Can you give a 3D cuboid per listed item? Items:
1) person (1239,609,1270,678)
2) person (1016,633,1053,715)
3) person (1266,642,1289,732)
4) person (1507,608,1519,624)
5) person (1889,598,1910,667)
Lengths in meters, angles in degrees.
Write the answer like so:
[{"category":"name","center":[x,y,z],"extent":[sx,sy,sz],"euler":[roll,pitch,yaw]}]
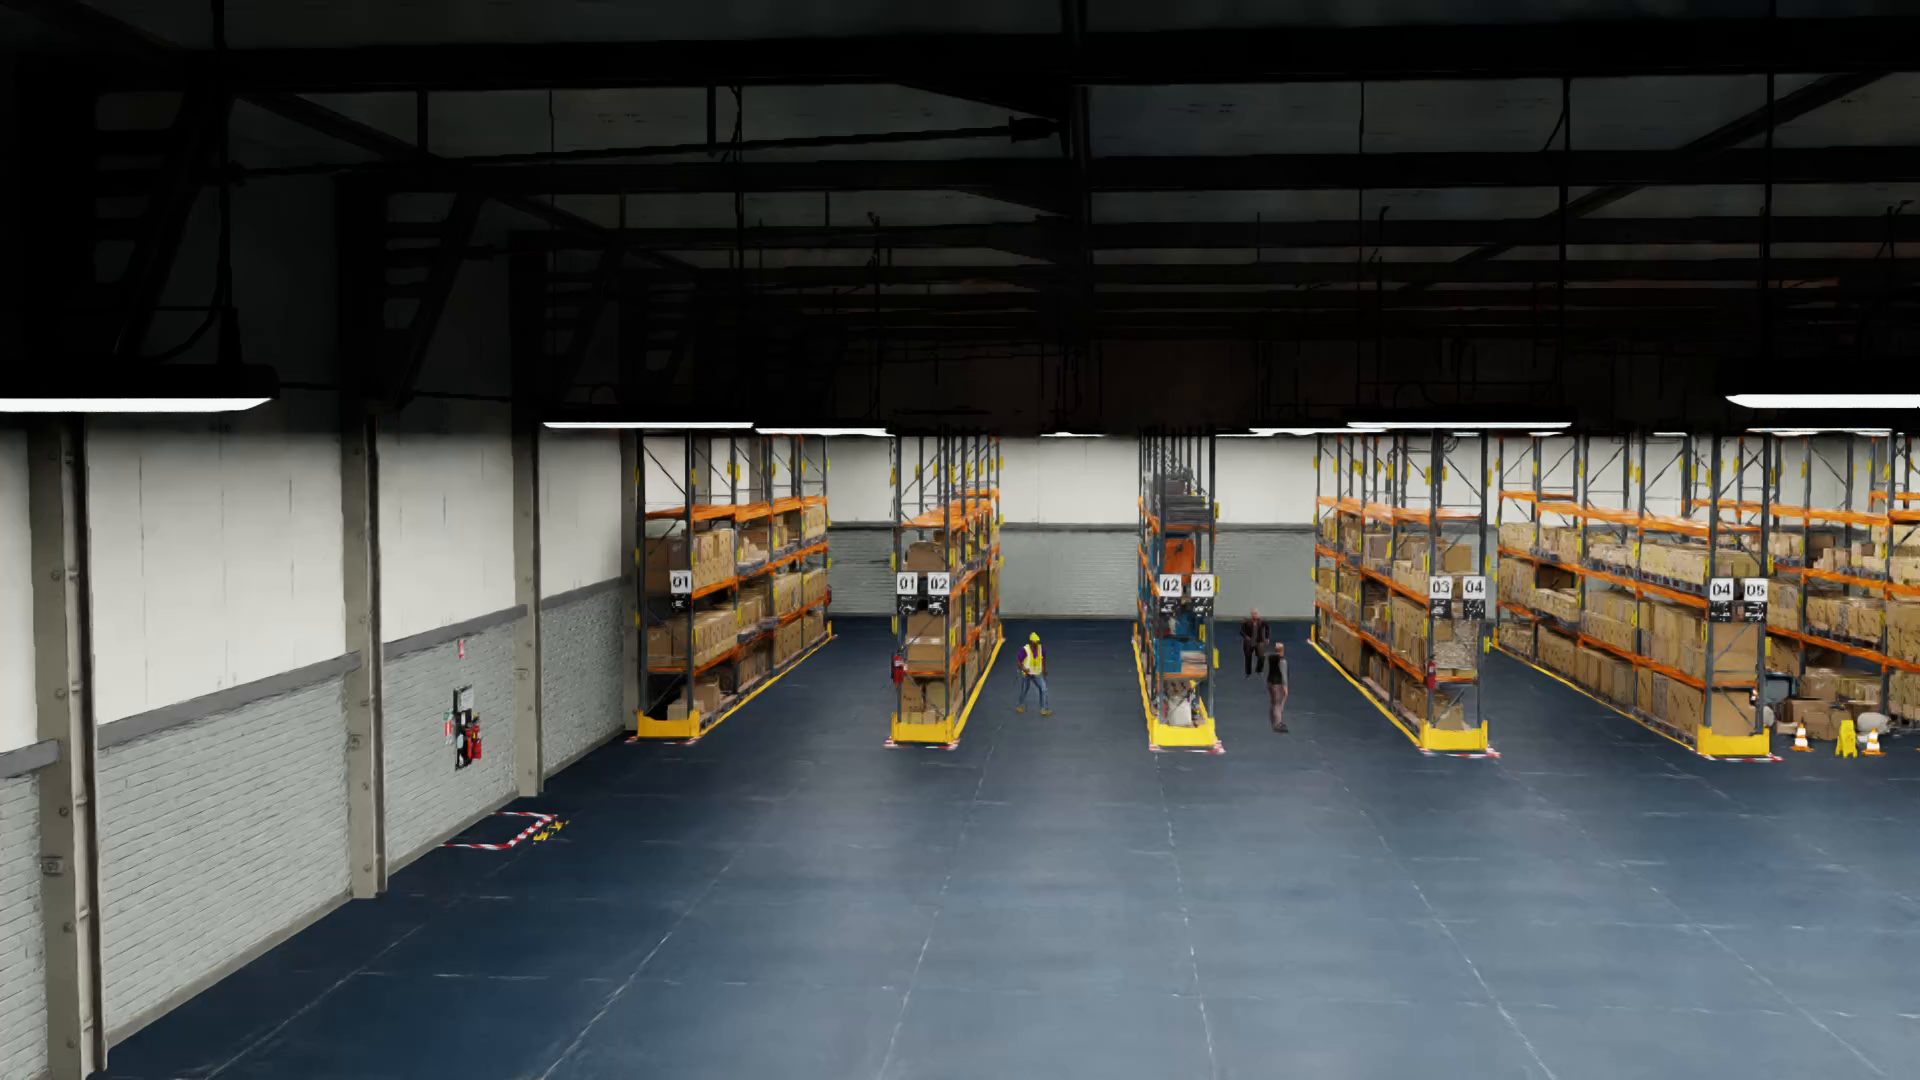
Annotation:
[{"category":"person","center":[7.005,2.470,39.552],"extent":[0.718,1.704,0.845],"euler":[1,4,10]},{"category":"person","center":[1.498,2.763,34.531],"extent":[0.705,1.700,0.828],"euler":[-1,4,-13]},{"category":"person","center":[6.271,2.861,32.567],"extent":[0.462,1.731,0.591],"euler":[-1,4,-21]},{"category":"person","center":[15.849,2.035,47.417],"extent":[0.419,1.590,0.566],"euler":[-2,4,-24]},{"category":"person","center":[23.404,2.316,41.252],"extent":[0.551,1.765,0.647],"euler":[1,4,22]}]
